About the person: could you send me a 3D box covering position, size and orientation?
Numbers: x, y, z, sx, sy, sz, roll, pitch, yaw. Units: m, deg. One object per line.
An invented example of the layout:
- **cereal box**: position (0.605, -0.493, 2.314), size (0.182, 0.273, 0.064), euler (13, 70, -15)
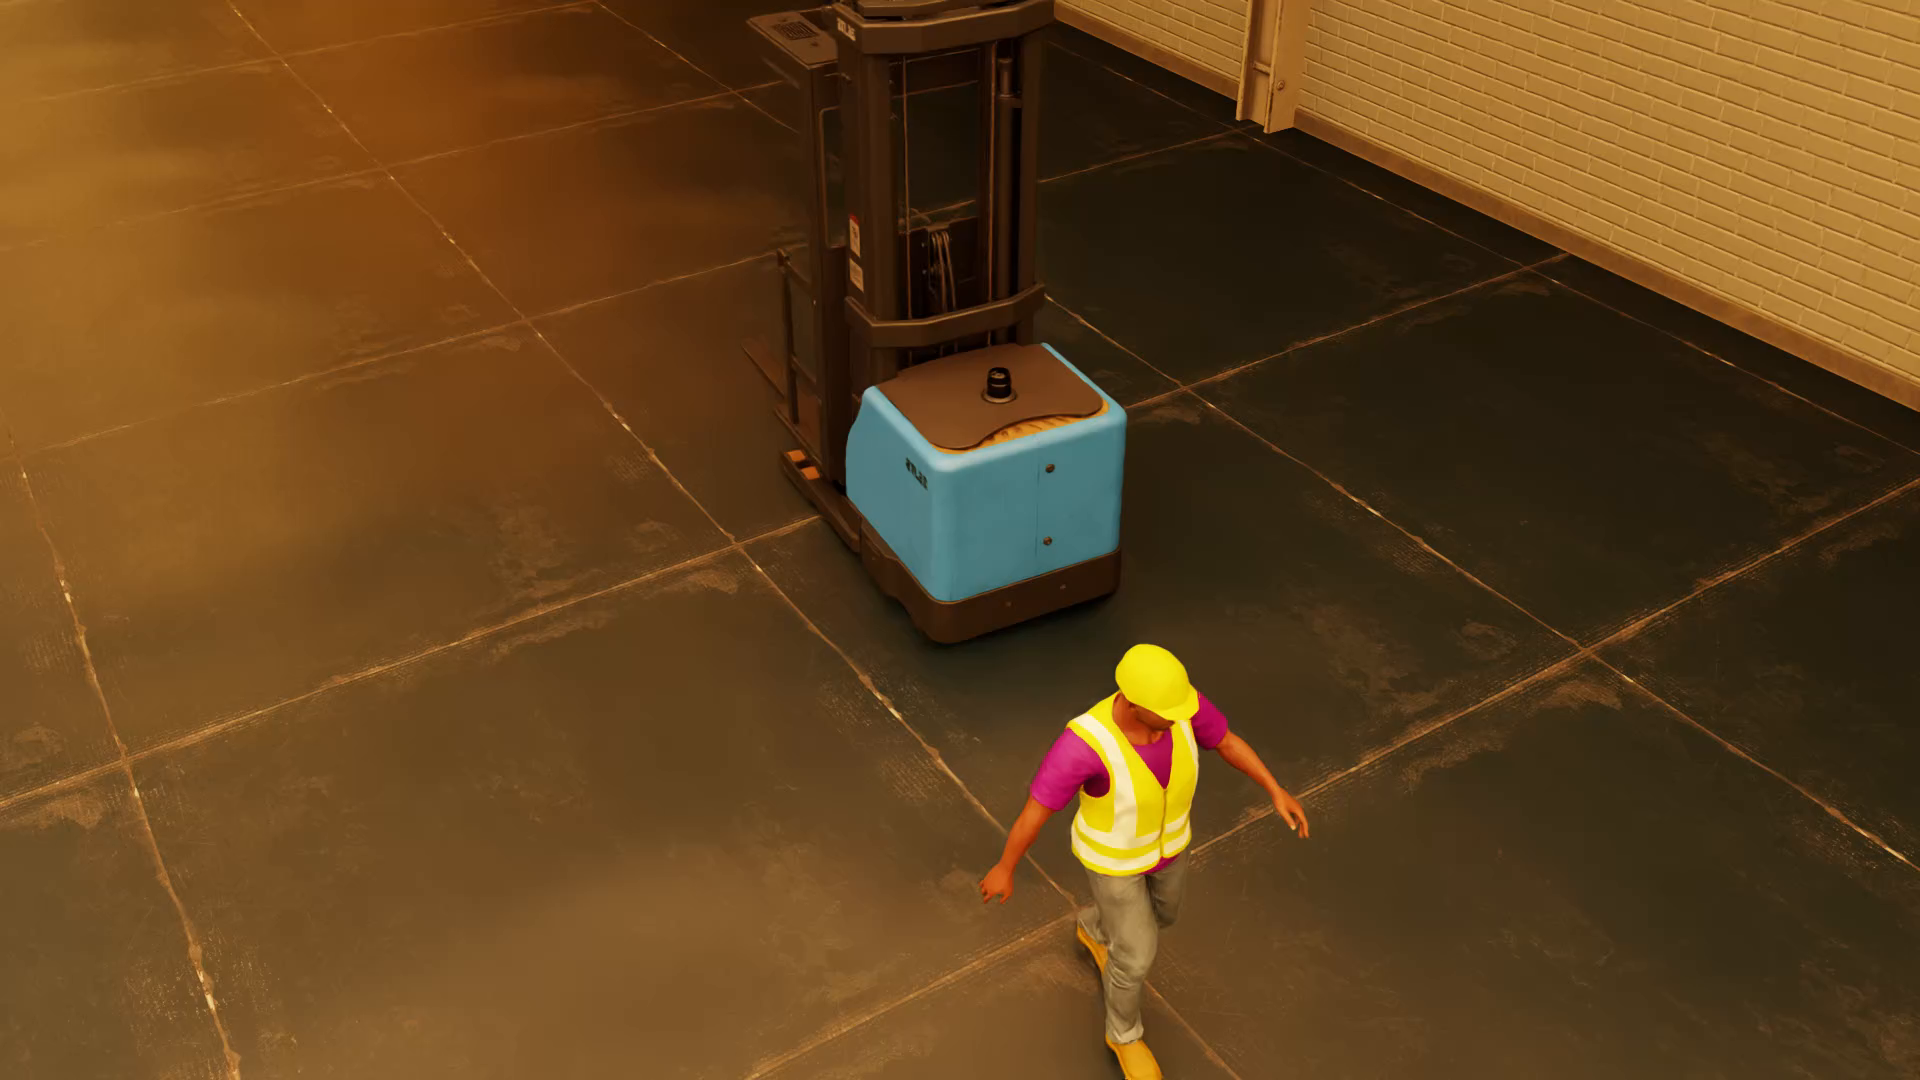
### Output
- **person**: position (0.594, 1.060, 5.675), size (0.982, 1.745, 0.740), euler (-23, 41, -29)

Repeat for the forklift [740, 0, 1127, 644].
- **forklift**: position (-0.334, -1.538, 8.337), size (1.130, 2.935, 3.031), euler (-17, 38, -22)
